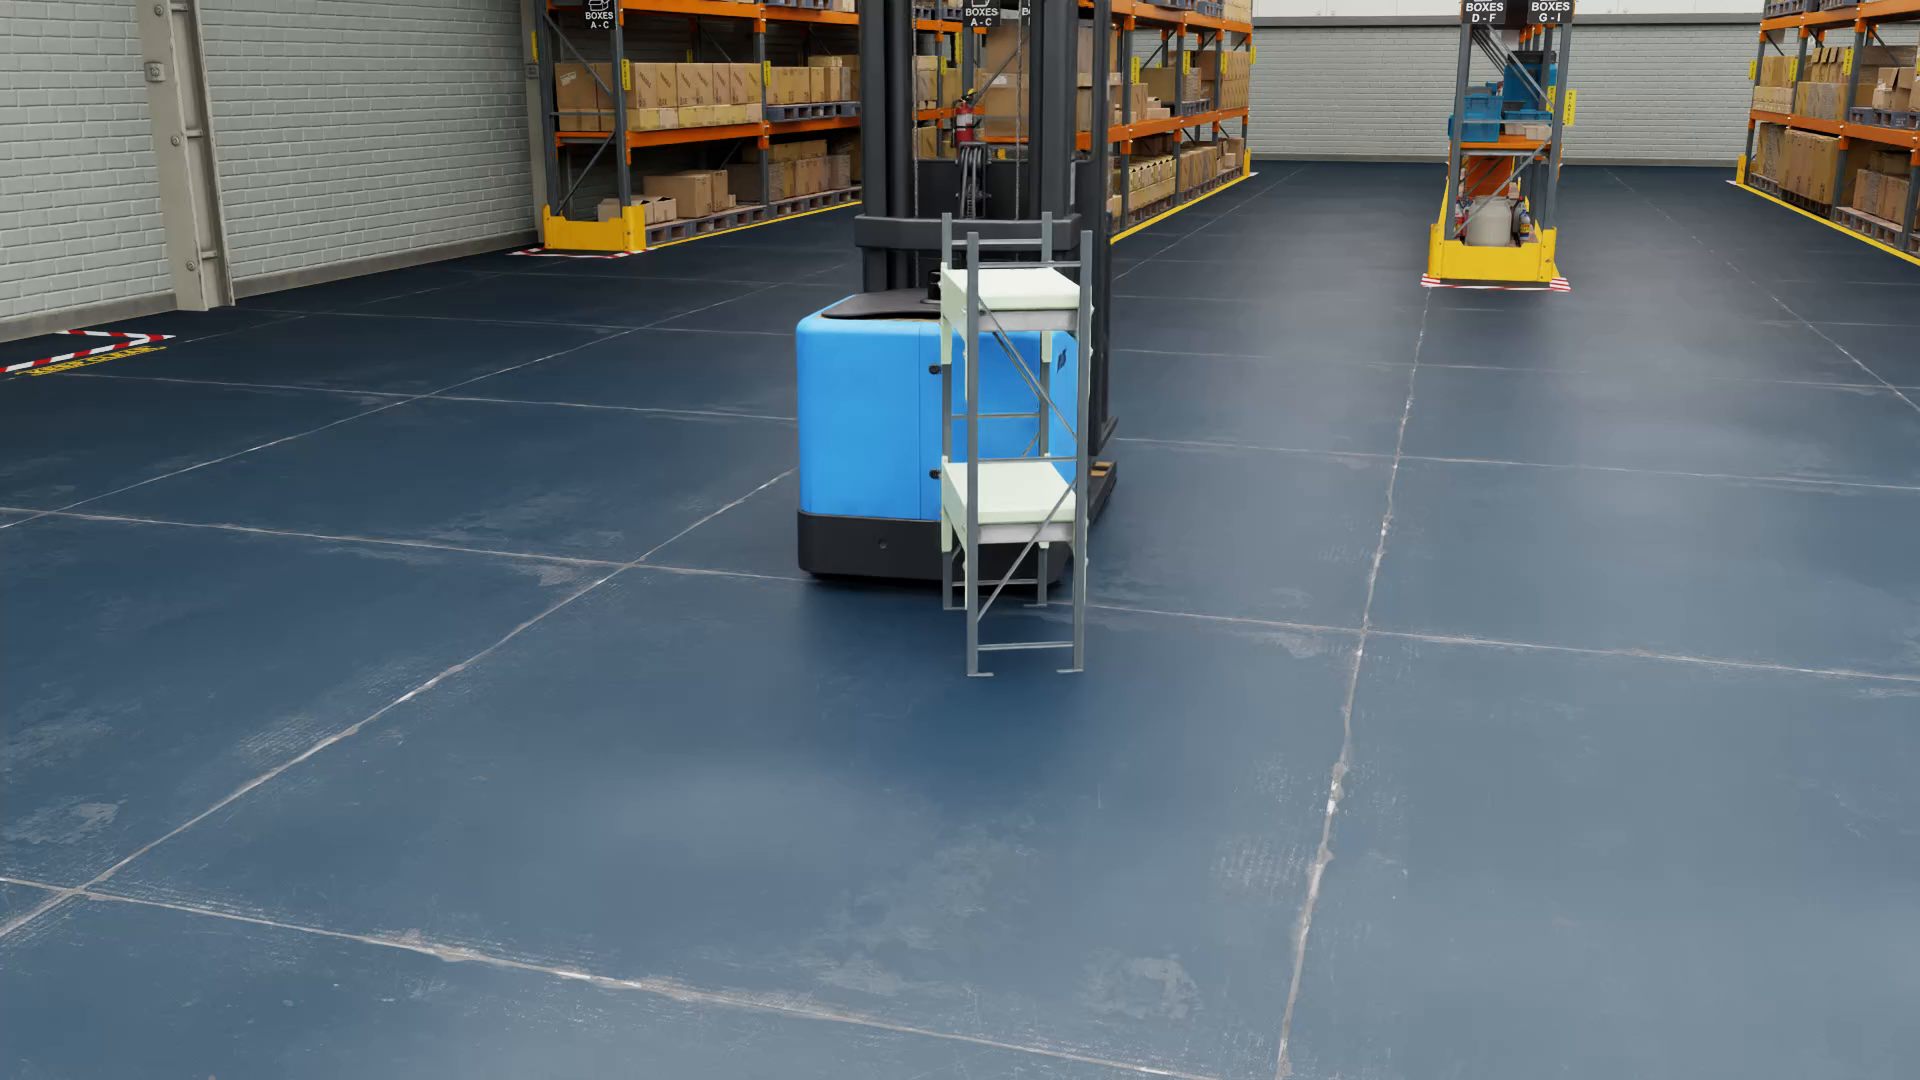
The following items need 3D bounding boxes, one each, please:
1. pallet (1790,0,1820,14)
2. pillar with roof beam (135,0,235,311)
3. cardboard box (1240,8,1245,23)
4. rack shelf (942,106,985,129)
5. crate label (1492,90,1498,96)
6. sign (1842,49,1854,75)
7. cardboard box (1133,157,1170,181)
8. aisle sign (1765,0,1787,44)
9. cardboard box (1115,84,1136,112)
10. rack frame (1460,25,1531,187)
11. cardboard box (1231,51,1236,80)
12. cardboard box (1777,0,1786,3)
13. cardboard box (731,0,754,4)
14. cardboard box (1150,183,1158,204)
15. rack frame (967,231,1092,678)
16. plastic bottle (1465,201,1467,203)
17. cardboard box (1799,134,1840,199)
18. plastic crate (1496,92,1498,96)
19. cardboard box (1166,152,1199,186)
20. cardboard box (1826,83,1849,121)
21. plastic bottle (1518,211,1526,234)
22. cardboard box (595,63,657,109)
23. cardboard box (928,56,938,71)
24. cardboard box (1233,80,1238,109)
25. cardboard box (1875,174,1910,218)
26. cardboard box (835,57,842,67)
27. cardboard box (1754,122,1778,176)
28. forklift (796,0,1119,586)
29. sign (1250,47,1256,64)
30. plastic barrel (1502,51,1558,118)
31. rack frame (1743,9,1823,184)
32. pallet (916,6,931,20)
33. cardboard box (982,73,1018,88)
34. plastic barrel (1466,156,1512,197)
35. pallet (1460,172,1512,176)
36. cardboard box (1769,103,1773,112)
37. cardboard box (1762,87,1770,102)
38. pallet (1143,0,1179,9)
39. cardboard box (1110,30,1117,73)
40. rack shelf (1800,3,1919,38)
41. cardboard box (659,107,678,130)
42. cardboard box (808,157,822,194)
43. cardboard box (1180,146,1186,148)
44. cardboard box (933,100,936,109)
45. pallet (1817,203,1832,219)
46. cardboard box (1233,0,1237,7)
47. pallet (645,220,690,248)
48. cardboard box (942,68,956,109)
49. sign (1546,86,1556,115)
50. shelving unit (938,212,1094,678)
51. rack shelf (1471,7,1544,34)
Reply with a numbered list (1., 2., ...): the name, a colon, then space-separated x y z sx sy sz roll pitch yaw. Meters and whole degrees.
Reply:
1. pallet: 13.670 -8.388 26.070 1.003 0.211 1.213 5 16 16
2. pillar with roof beam: -2.438 -6.020 12.062 9.100 9.000 0.400 5 16 16
3. cardboard box: 4.892 -9.544 30.259 0.500 0.250 0.500 5 16 16
4. rack shelf: -0.252 -8.104 31.721 1.077 0.370 4.000 5 16 16
5. crate label: 7.000 -5.890 22.533 0.502 0.435 0.616 5 16 16
6. sign: 11.757 -6.327 22.017 0.100 0.325 0.005 5 16 16
7. cardboard box: 2.740 -5.353 23.948 0.500 0.311 0.500 4 16 15
8. aisle sign: 14.297 -9.114 29.199 0.394 0.787 0.004 5 16 16
9. cardboard box: 2.041 -5.836 22.225 0.500 0.500 0.500 6 17 20
10. rack frame: 8.679 -7.158 27.070 1.000 3.000 0.127 5 16 16
11. cardboard box: 4.627 -8.444 29.585 0.500 0.500 0.500 4 16 14
12. cardboard box: 14.192 -9.284 27.931 0.700 0.500 0.500 4 16 14
13. cardboard box: -3.001 -7.182 21.438 0.500 0.500 0.500 5 17 17
14. cardboard box: 2.446 -4.818 23.089 0.500 0.250 0.500 5 17 17
15. rack frame: 0.223 -0.260 5.498 0.400 1.500 0.023 -2 16 -7
16. plastic bottle: 5.931 -3.826 19.493 0.061 0.283 0.133 5 16 16
17. cardboard box: 12.767 -5.319 23.710 1.225 0.875 0.875 5 16 16
18. plastic crate: 9.289 -7.515 28.436 0.437 0.282 0.530 5 16 16
19. cardboard box: 3.488 -5.871 26.307 0.500 0.500 0.500 4 16 15
20. cardboard box: 12.341 -6.054 22.994 0.500 0.500 0.500 4 16 15
21. plastic bottle: 6.208 -3.484 18.309 0.097 0.271 0.097 0 16 0
22. cardboard box: -3.806 -5.187 18.983 0.500 0.500 0.500 5 16 16
23. cardboard box: -0.707 -8.346 29.118 0.500 0.250 0.500 5 17 17
24. cardboard box: 4.766 -8.102 30.213 0.500 0.500 0.500 4 16 15
25. cardboard box: 11.819 -4.265 20.644 0.700 0.500 0.500 6 17 21
26. cardboard box: -2.026 -7.359 25.600 0.380 0.149 0.250 2 16 9
27. cardboard box: 14.459 -6.827 29.026 0.875 0.875 0.875 5 16 16
28. forklift: 0.155 -1.590 7.565 1.130 2.935 3.031 3 16 11
29. sign: 5.594 -9.251 31.746 0.100 0.325 0.005 5 16 16
30. plastic barrel: 6.805 -5.384 19.896 0.600 0.901 0.708 5 16 16
31. rack frame: 14.564 -7.821 29.405 1.000 3.000 0.127 5 16 16
32. pallet: -1.033 -9.034 28.536 0.805 0.209 1.217 4 16 14
33. cardboard box: 0.446 -4.879 17.661 0.380 0.149 0.250 4 16 15
34. plastic barrel: 7.665 -5.399 24.075 0.600 0.830 0.708 5 16 16
35. pallet: 9.195 -6.332 29.268 1.003 0.211 1.213 5 16 16
36. cardboard box: 13.638 -7.161 27.541 0.380 0.149 0.250 5 17 17
37. cardboard box: 13.881 -7.519 28.073 0.500 0.250 0.500 4 16 14
38. pallet: 2.372 -7.372 22.672 1.003 0.211 1.213 5 17 18
39. cardboard box: 1.537 -6.006 20.447 0.700 0.500 0.500 5 17 16
40. rack shelf: 12.859 -7.348 23.560 1.077 0.370 4.000 5 16 16
41. cardboard box: -3.653 -4.965 19.574 0.500 0.250 0.500 4 16 14
42. cardboard box: -2.483 -5.439 24.782 0.700 0.500 0.500 5 16 16
43. cardboard box: 3.559 -6.445 28.329 0.500 0.500 0.500 4 16 13
44. cardboard box: -0.645 -7.705 29.421 0.380 0.149 0.250 5 17 16
45. pallet: 12.587 -4.587 23.113 1.003 0.211 1.213 5 16 16
46. cardboard box: 4.601 -9.524 29.271 0.500 0.250 0.500 5 16 16
47. pallet: -3.944 -3.675 19.900 1.003 0.211 1.213 5 16 16
48. cardboard box: -0.650 -8.212 30.233 0.980 0.700 0.700 5 17 17
49. sign: 6.929 -5.153 19.492 0.100 0.325 0.005 5 16 16
50. shelving unit: 0.178 -0.359 5.848 0.431 1.500 0.755 -2 16 -7
51. rack shelf: 6.973 -6.686 21.224 1.077 0.370 4.000 5 16 16
